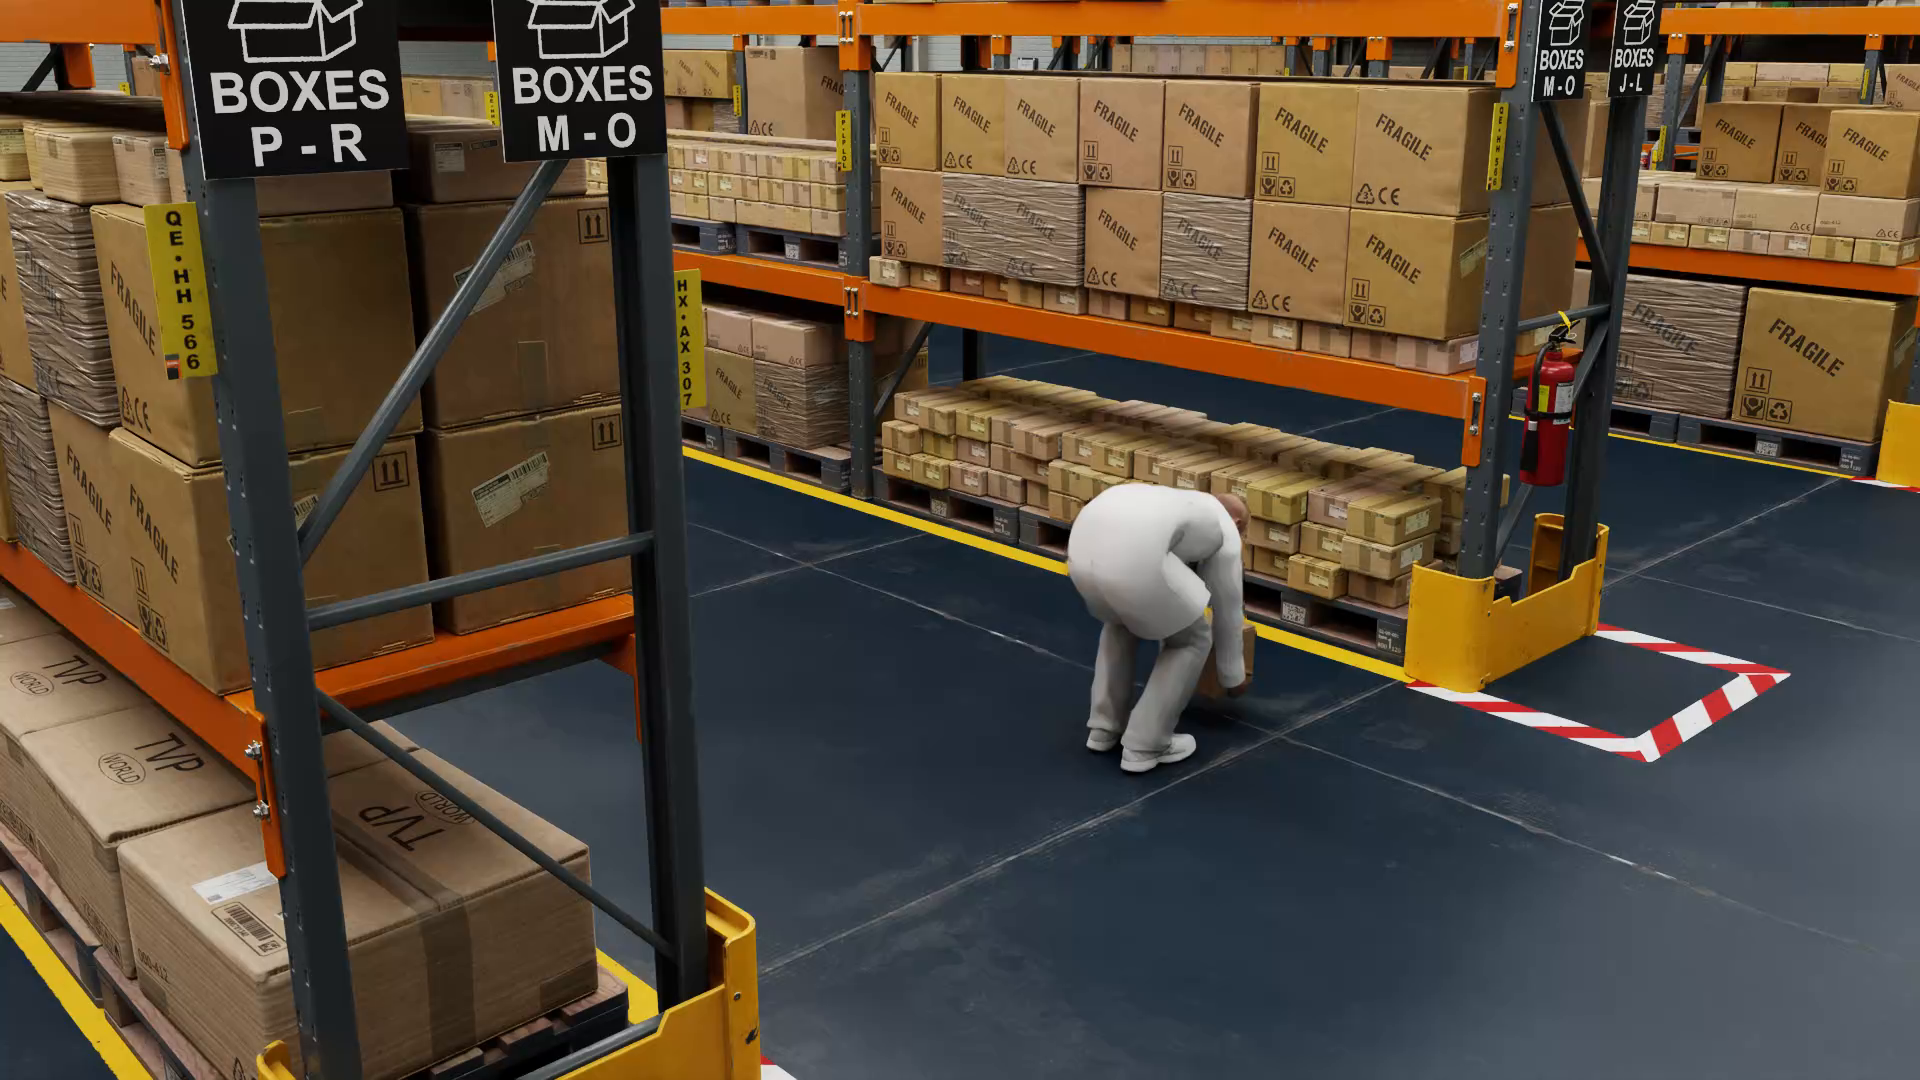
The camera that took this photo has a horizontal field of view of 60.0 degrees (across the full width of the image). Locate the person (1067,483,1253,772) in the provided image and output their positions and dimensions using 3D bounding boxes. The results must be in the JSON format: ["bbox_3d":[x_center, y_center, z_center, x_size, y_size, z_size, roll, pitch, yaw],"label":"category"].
[{"bbox_3d":[0.607,-2.183,14.402,12.466,1.066,12.725,16,23,42],"label":"person"}]
